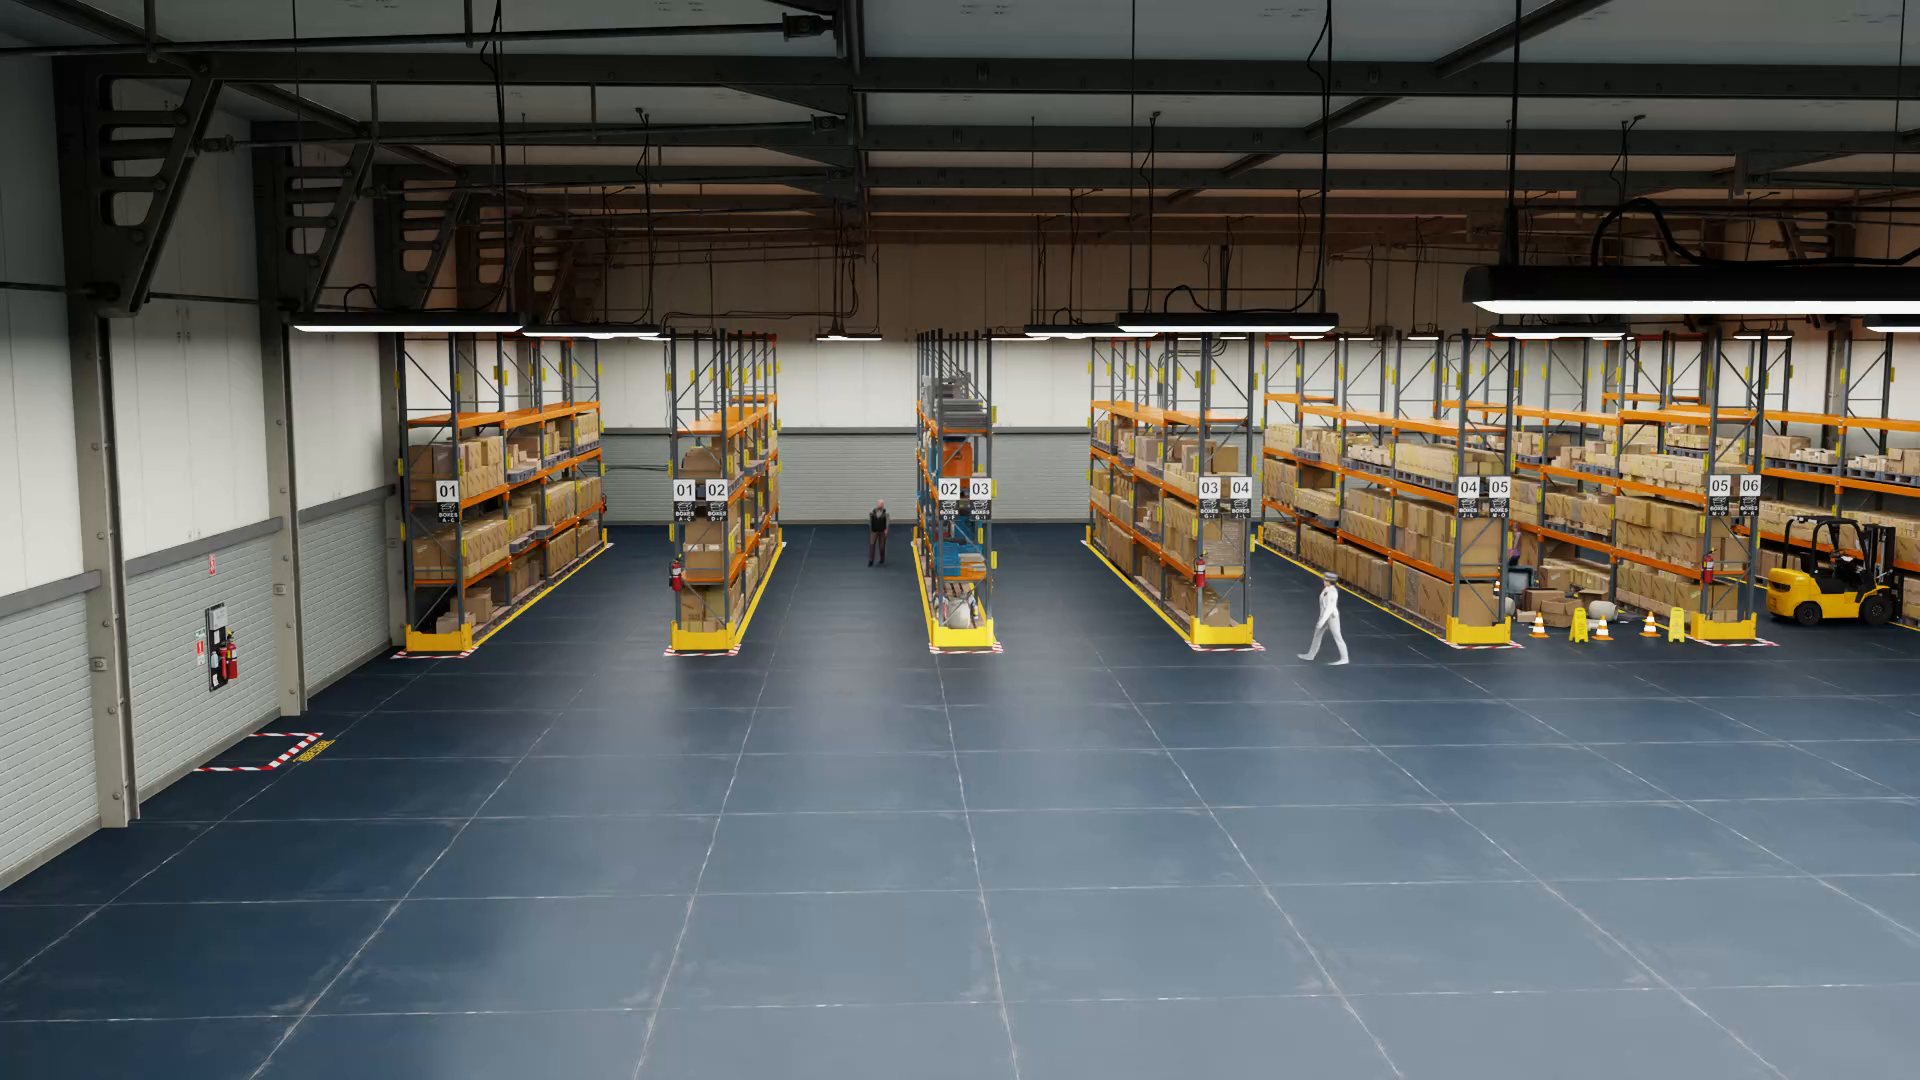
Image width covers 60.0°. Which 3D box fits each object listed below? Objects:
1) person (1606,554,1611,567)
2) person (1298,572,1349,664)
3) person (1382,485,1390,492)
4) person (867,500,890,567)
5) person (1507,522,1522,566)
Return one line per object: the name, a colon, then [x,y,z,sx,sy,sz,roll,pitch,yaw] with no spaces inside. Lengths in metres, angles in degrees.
person: [16.724,-0.087,42.679,0.333,1.627,0.461,2,7,16]
person: [6.548,1.393,29.820,0.779,1.646,0.638,-1,7,-12]
person: [12.497,-0.939,49.235,1.053,1.747,0.666,-1,7,-5]
person: [-2.107,-0.186,43.070,0.592,1.715,0.822,1,7,12]
person: [12.910,0.395,38.813,0.412,1.652,0.477,5,8,37]
